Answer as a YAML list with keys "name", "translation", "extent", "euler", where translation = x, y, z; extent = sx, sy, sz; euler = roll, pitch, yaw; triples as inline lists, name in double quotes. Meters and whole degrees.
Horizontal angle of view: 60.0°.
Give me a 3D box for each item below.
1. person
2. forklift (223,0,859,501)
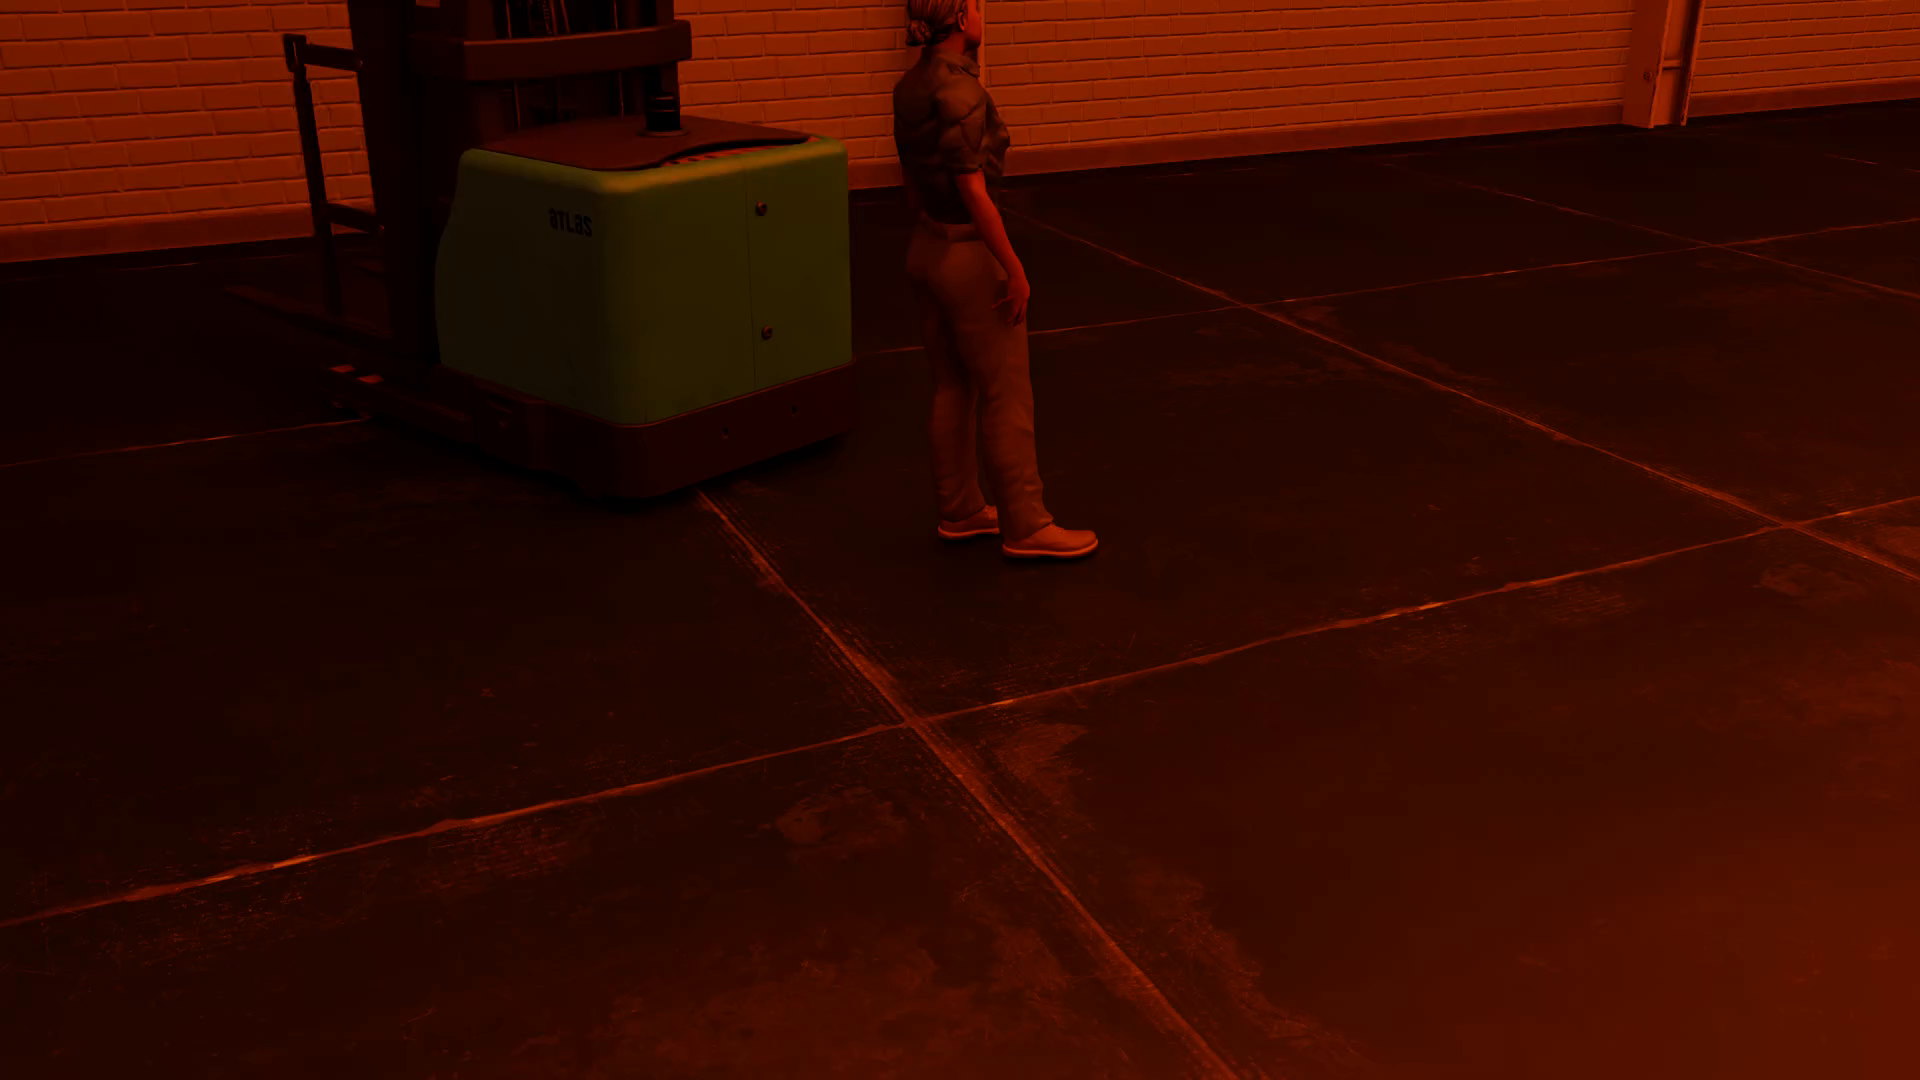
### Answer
- name: "person"
  translation: [0.088, -0.778, 4.805]
  extent: [0.502, 1.657, 0.570]
  euler: [-10, 25, -23]
- name: "forklift"
  translation: [-1.798, -1.935, 5.945]
  extent: [3.031, 2.935, 1.130]
  euler: [19, 29, 38]
